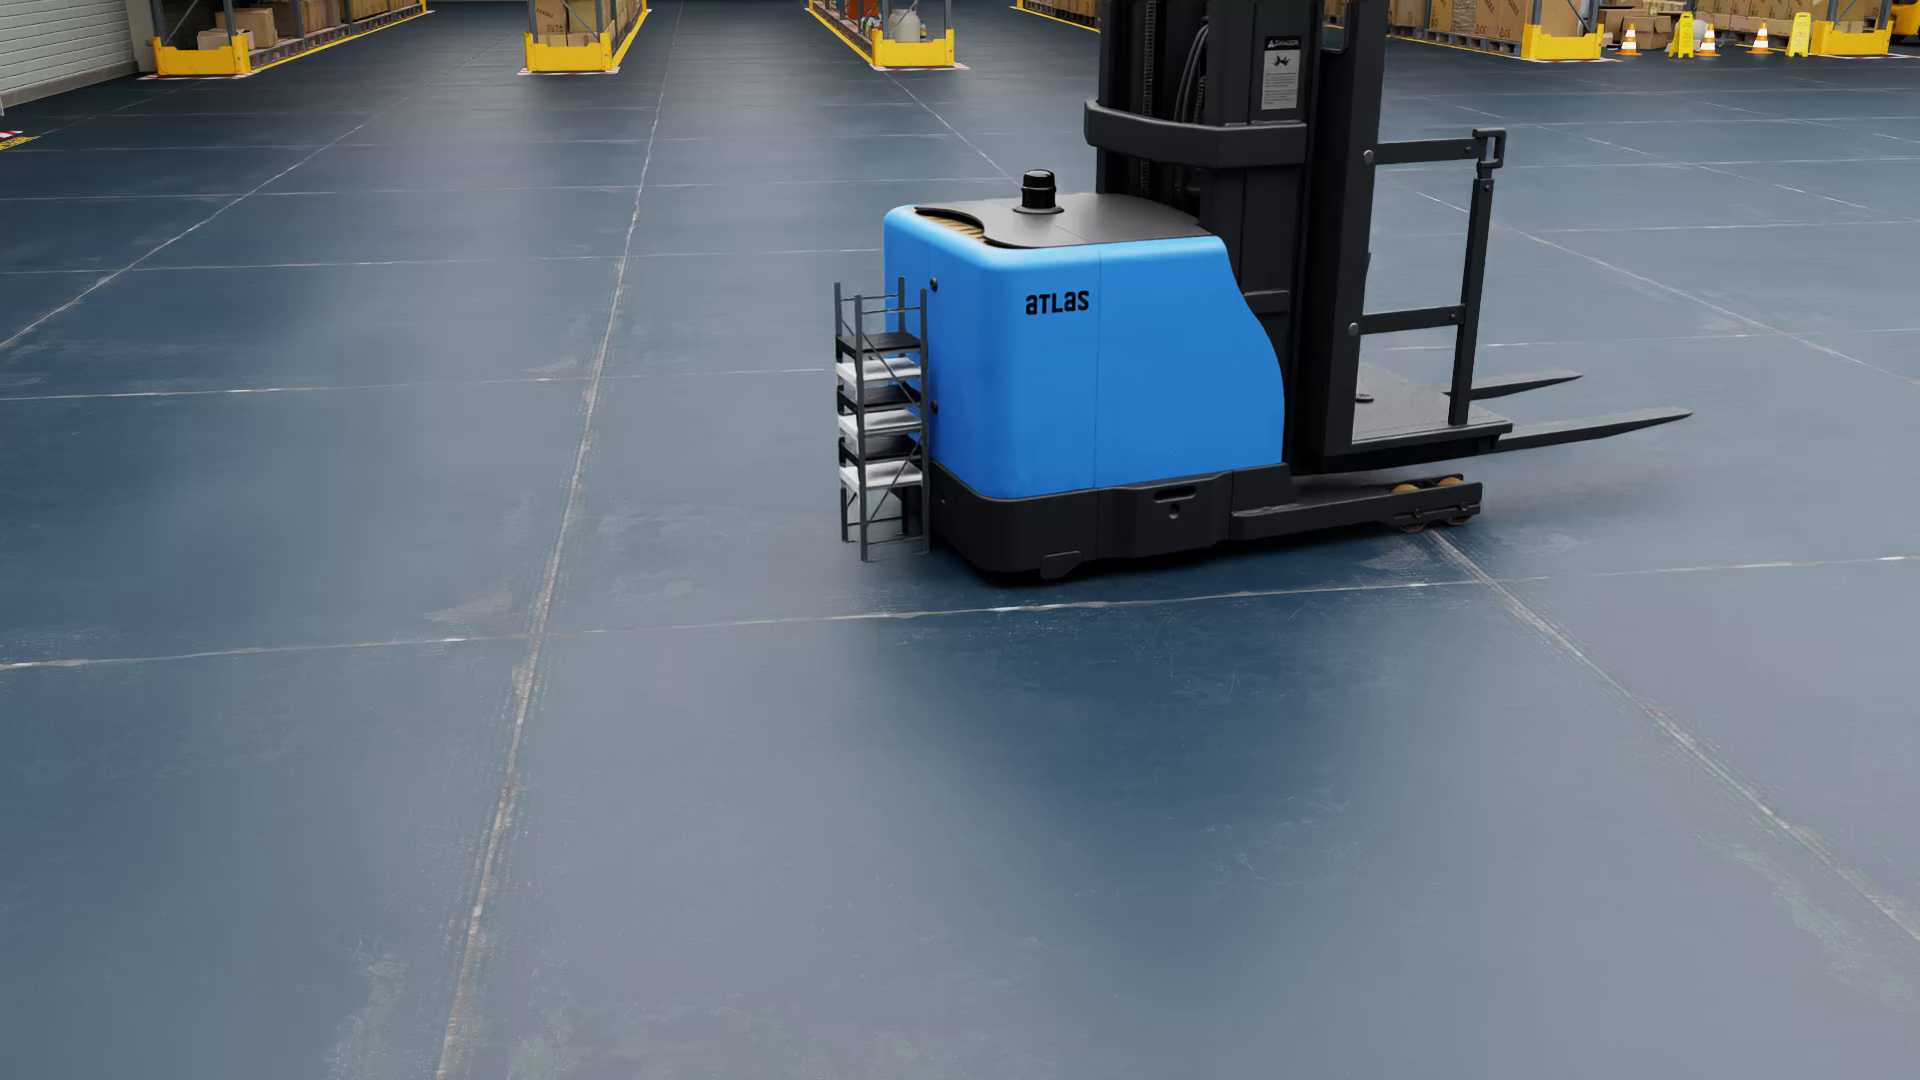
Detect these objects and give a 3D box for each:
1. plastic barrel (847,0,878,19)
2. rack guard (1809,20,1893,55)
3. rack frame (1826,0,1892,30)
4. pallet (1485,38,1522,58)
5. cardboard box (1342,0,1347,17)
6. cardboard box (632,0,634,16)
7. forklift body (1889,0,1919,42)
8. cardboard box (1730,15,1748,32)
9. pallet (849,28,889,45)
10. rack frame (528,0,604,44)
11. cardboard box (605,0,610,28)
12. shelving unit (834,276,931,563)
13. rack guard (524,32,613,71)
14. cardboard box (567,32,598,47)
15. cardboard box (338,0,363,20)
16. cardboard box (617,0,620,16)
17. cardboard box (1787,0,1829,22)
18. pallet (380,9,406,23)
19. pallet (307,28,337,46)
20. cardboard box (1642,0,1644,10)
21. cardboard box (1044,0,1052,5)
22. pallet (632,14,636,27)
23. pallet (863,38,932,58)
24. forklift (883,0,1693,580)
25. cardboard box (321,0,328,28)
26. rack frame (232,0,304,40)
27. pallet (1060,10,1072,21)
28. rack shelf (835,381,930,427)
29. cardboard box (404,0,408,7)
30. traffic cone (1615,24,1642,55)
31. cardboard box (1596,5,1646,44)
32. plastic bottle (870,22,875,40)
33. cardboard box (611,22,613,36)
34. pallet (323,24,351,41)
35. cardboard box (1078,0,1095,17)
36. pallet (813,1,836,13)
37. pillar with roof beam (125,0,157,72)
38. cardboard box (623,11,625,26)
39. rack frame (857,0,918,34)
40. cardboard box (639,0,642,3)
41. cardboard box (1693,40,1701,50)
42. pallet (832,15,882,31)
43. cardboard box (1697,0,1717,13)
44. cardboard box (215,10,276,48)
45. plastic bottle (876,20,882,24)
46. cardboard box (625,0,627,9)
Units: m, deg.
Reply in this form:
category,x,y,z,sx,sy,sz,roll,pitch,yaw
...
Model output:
category,x,y,z,sx,sy,sz,roll,pitch,yaw
plastic barrel,-1.870,-10.450,31.910,0.600,0.830,0.708,-3,21,-8
rack guard,14.068,-7.937,26.251,1.175,0.500,0.348,-3,21,-8
rack frame,14.079,-9.081,25.744,1.000,3.000,0.127,-3,21,-8
pallet,9.002,-7.763,26.200,1.003,0.211,1.213,-3,21,-8
cardboard box,8.041,-10.494,32.141,1.050,0.750,0.750,-3,21,-8
cardboard box,-6.696,-10.595,32.741,0.500,0.500,0.500,-4,21,-10
forklift body,16.911,-9.500,28.077,2.313,2.155,1.214,-3,21,-8
cardboard box,13.487,-8.789,28.291,0.500,0.250,0.500,-3,21,-8
pallet,-1.357,-8.680,28.655,1.003,0.211,1.213,-3,21,-8
rack frame,-5.531,-8.083,23.071,1.000,3.000,0.127,-3,21,-8
cardboard box,-5.602,-8.059,25.266,0.500,0.500,0.500,-3,21,-8
shelving unit,-0.255,-0.394,5.484,0.258,0.900,0.210,-8,22,-21
rack guard,-5.528,-6.904,23.486,1.175,0.500,0.348,-3,21,-8
cardboard box,-5.388,-7.189,24.006,0.500,0.250,0.500,-3,21,-8
cardboard box,-11.562,-10.053,30.817,0.750,0.750,0.750,-3,21,-8
cardboard box,-5.988,-8.969,27.970,0.500,0.311,0.500,-3,21,-8
cardboard box,13.705,-8.605,26.727,0.500,0.500,0.500,-3,21,-7
pallet,-12.195,-10.948,34.726,1.003,0.211,1.213,-3,21,-8
pallet,-11.302,-8.603,28.450,1.003,0.211,1.213,-3,21,-8
cardboard box,13.215,-10.103,31.634,0.950,0.372,0.625,-2,21,-6
cardboard box,2.397,-12.482,37.285,0.875,0.875,0.875,-3,21,-8
pallet,-6.927,-10.229,32.801,1.003,0.211,1.213,-3,21,-8
pallet,-0.971,-7.752,26.171,1.003,0.211,1.213,-3,21,-8
forklift,1.290,-1.560,5.705,3.031,2.935,1.130,-8,22,-21
cardboard box,-11.471,-9.206,29.021,0.700,0.500,0.500,-3,21,-8
rack frame,-11.009,-9.217,26.107,1.000,3.000,0.127,-3,21,-8
pallet,2.728,-11.167,35.312,1.003,0.211,1.213,-3,21,-8
rack shelf,-0.255,-0.447,5.464,0.258,0.077,0.200,-8,22,-21
cardboard box,-12.394,-11.813,36.029,0.700,0.500,0.500,-4,21,-10
traffic cone,10.524,-7.864,26.109,0.336,0.463,0.334,-3,21,-8
cardboard box,11.177,-8.779,28.309,0.797,0.637,0.503,-3,21,-8
plastic bottle,-1.362,-7.919,25.884,0.061,0.283,0.133,-2,21,-6
cardboard box,-5.762,-8.054,26.322,0.500,0.250,0.500,-3,21,-8
pallet,-11.475,-9.025,29.578,1.003,0.211,1.213,-3,21,-8
cardboard box,3.040,-10.793,32.762,1.225,0.875,0.875,-4,21,-10
pallet,-2.855,-12.278,38.287,1.003,0.211,1.213,-3,21,-8
pillar with roof beam,-7.129,-11.058,22.462,9.100,9.000,0.400,-3,21,-8
cardboard box,-6.220,-9.239,29.496,0.500,0.250,0.500,-2,21,-7
rack frame,-1.206,-9.717,27.445,1.000,3.000,0.127,-3,21,-8
cardboard box,-7.515,-12.482,37.793,0.500,0.500,0.500,-3,21,-8
cardboard box,11.891,-8.097,27.184,0.380,0.149,0.250,8,22,20
pallet,-1.937,-10.066,32.366,1.003,0.211,1.213,-3,21,-8
cardboard box,13.320,-9.508,29.145,0.500,0.500,0.500,-2,21,-5
cardboard box,-10.582,-7.565,24.628,0.700,0.500,0.500,-4,21,-11
plastic bottle,-1.268,-8.150,26.514,0.152,0.276,0.135,-3,21,-8
cardboard box,-6.365,-9.855,30.344,0.500,0.311,0.500,-2,21,-6
